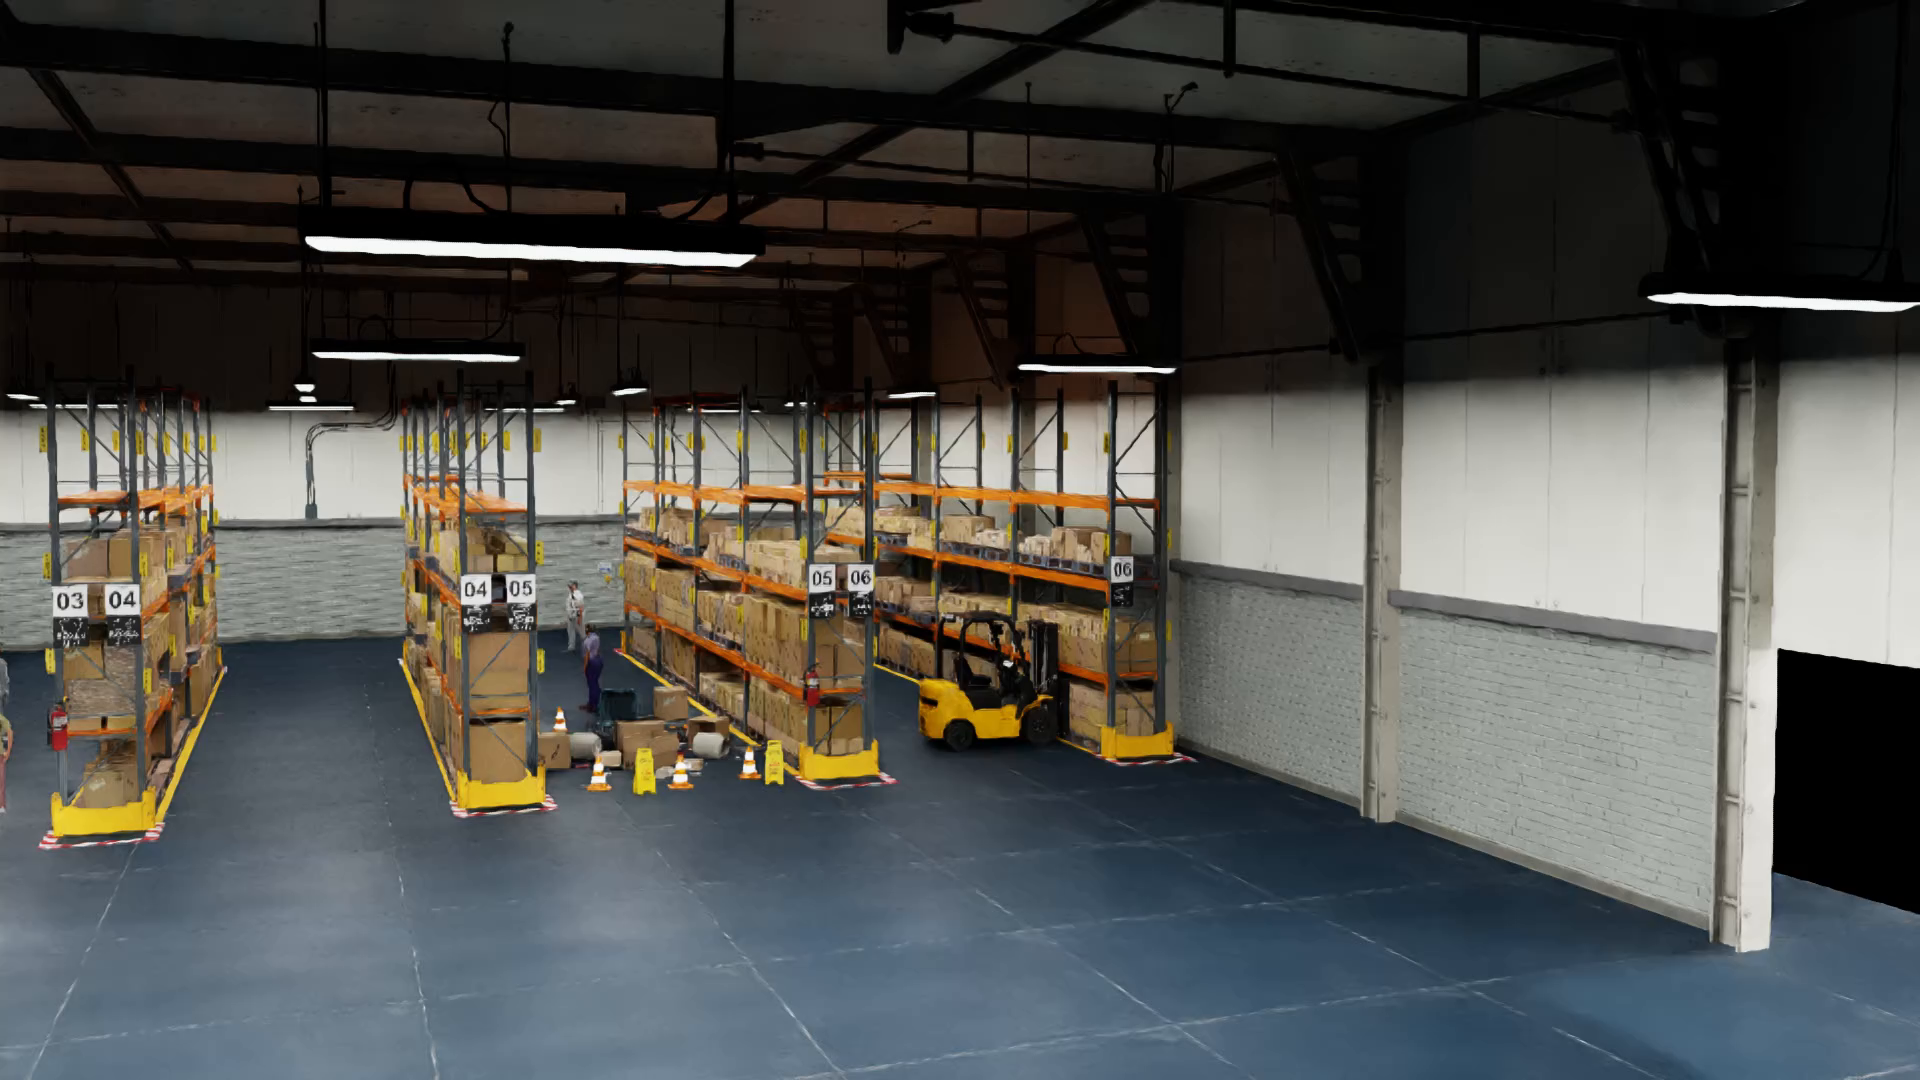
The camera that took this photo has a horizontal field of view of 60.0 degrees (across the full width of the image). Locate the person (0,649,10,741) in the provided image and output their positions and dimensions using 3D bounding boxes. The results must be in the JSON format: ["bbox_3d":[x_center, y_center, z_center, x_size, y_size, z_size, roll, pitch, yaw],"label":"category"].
[{"bbox_3d":[-16.129,2.566,27.828,0.522,1.591,0.523,0,3,7],"label":"person"}]

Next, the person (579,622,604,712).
[{"bbox_3d":[-6.901,2.356,31.098,0.534,1.645,0.557,0,3,8],"label":"person"}]

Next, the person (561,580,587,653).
[{"bbox_3d":[-9.128,1.822,39.544,0.563,1.749,0.675,-3,4,-42],"label":"person"}]

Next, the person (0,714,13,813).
[{"bbox_3d":[-13.065,2.892,22.362,0.598,1.619,0.507,-1,4,-23],"label":"person"}]
